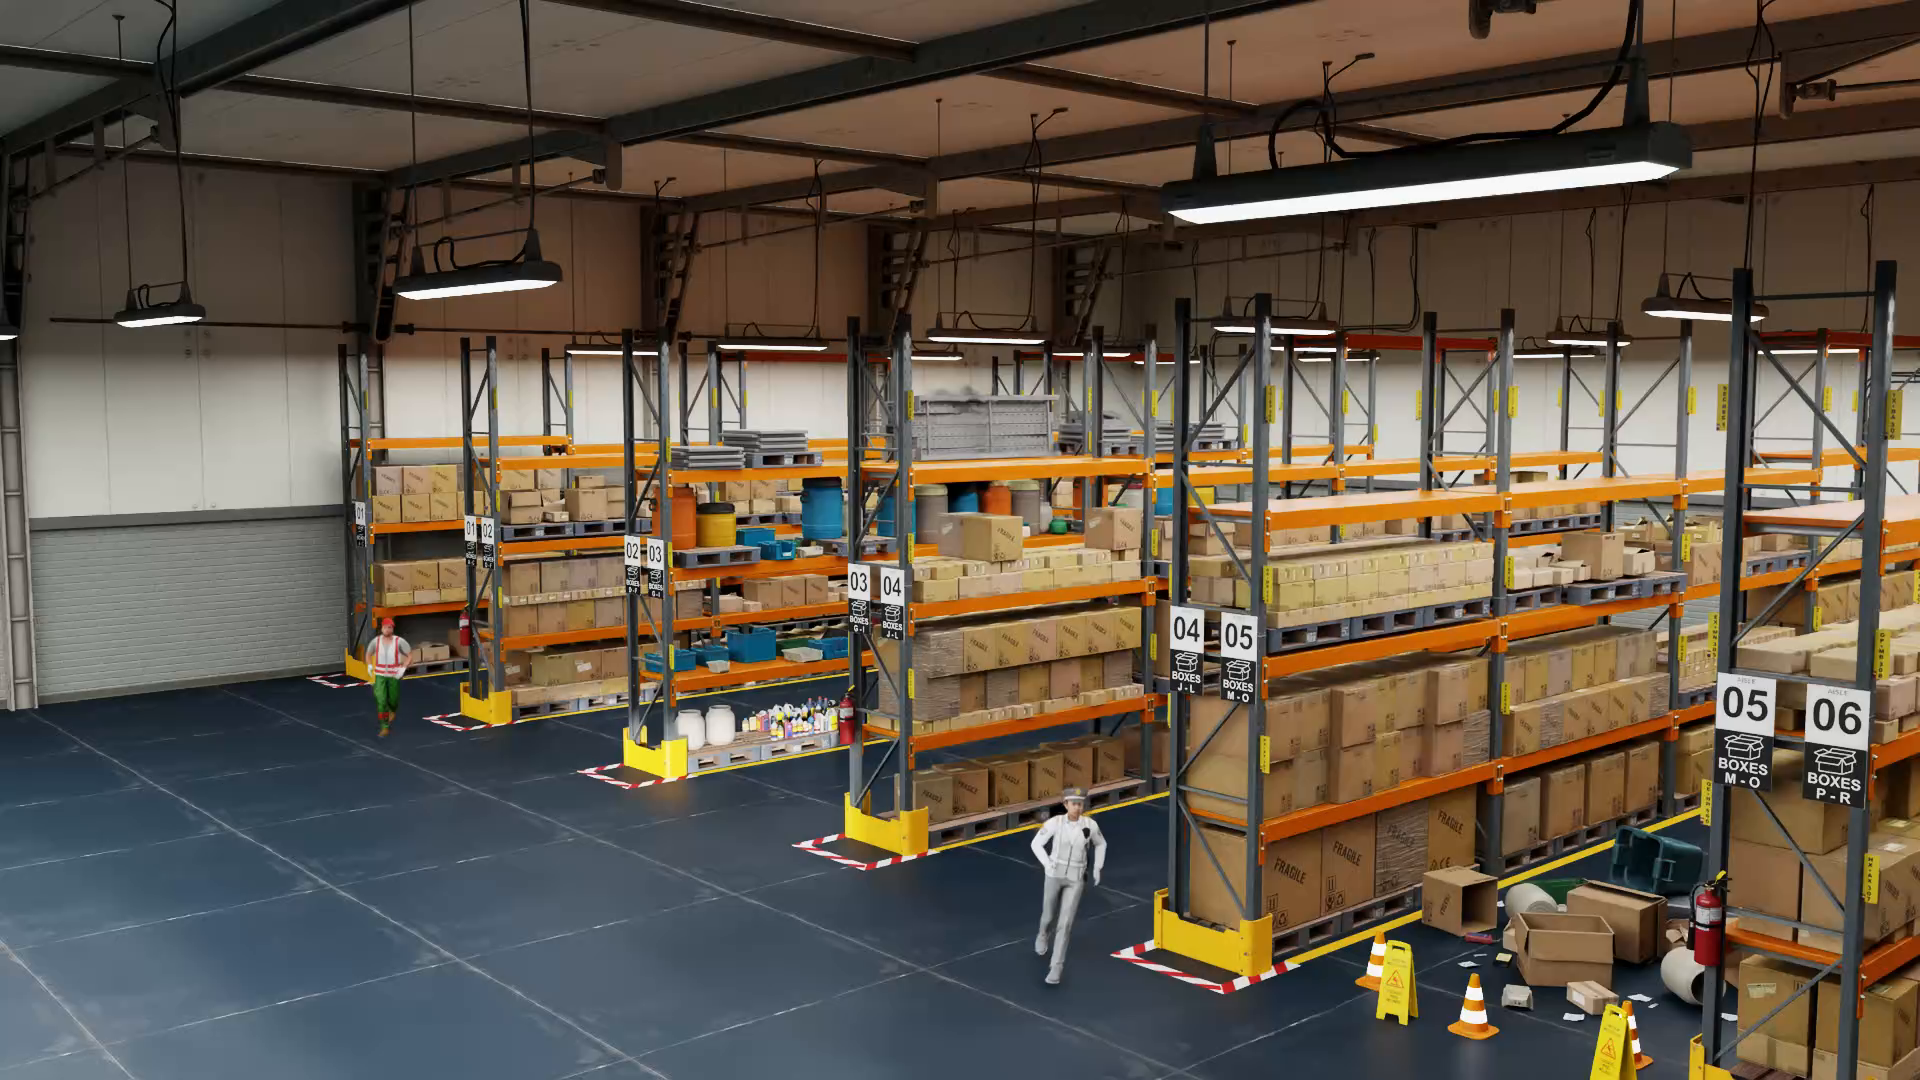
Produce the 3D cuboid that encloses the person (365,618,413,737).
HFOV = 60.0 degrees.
[{"bbox_3d":[-8.660,2.051,25.209,0.676,1.764,0.773,-1,5,-12],"label":"person"}]

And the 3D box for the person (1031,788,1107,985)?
[{"bbox_3d":[0.964,2.996,14.744,0.670,1.650,0.944,0,5,4],"label":"person"}]
